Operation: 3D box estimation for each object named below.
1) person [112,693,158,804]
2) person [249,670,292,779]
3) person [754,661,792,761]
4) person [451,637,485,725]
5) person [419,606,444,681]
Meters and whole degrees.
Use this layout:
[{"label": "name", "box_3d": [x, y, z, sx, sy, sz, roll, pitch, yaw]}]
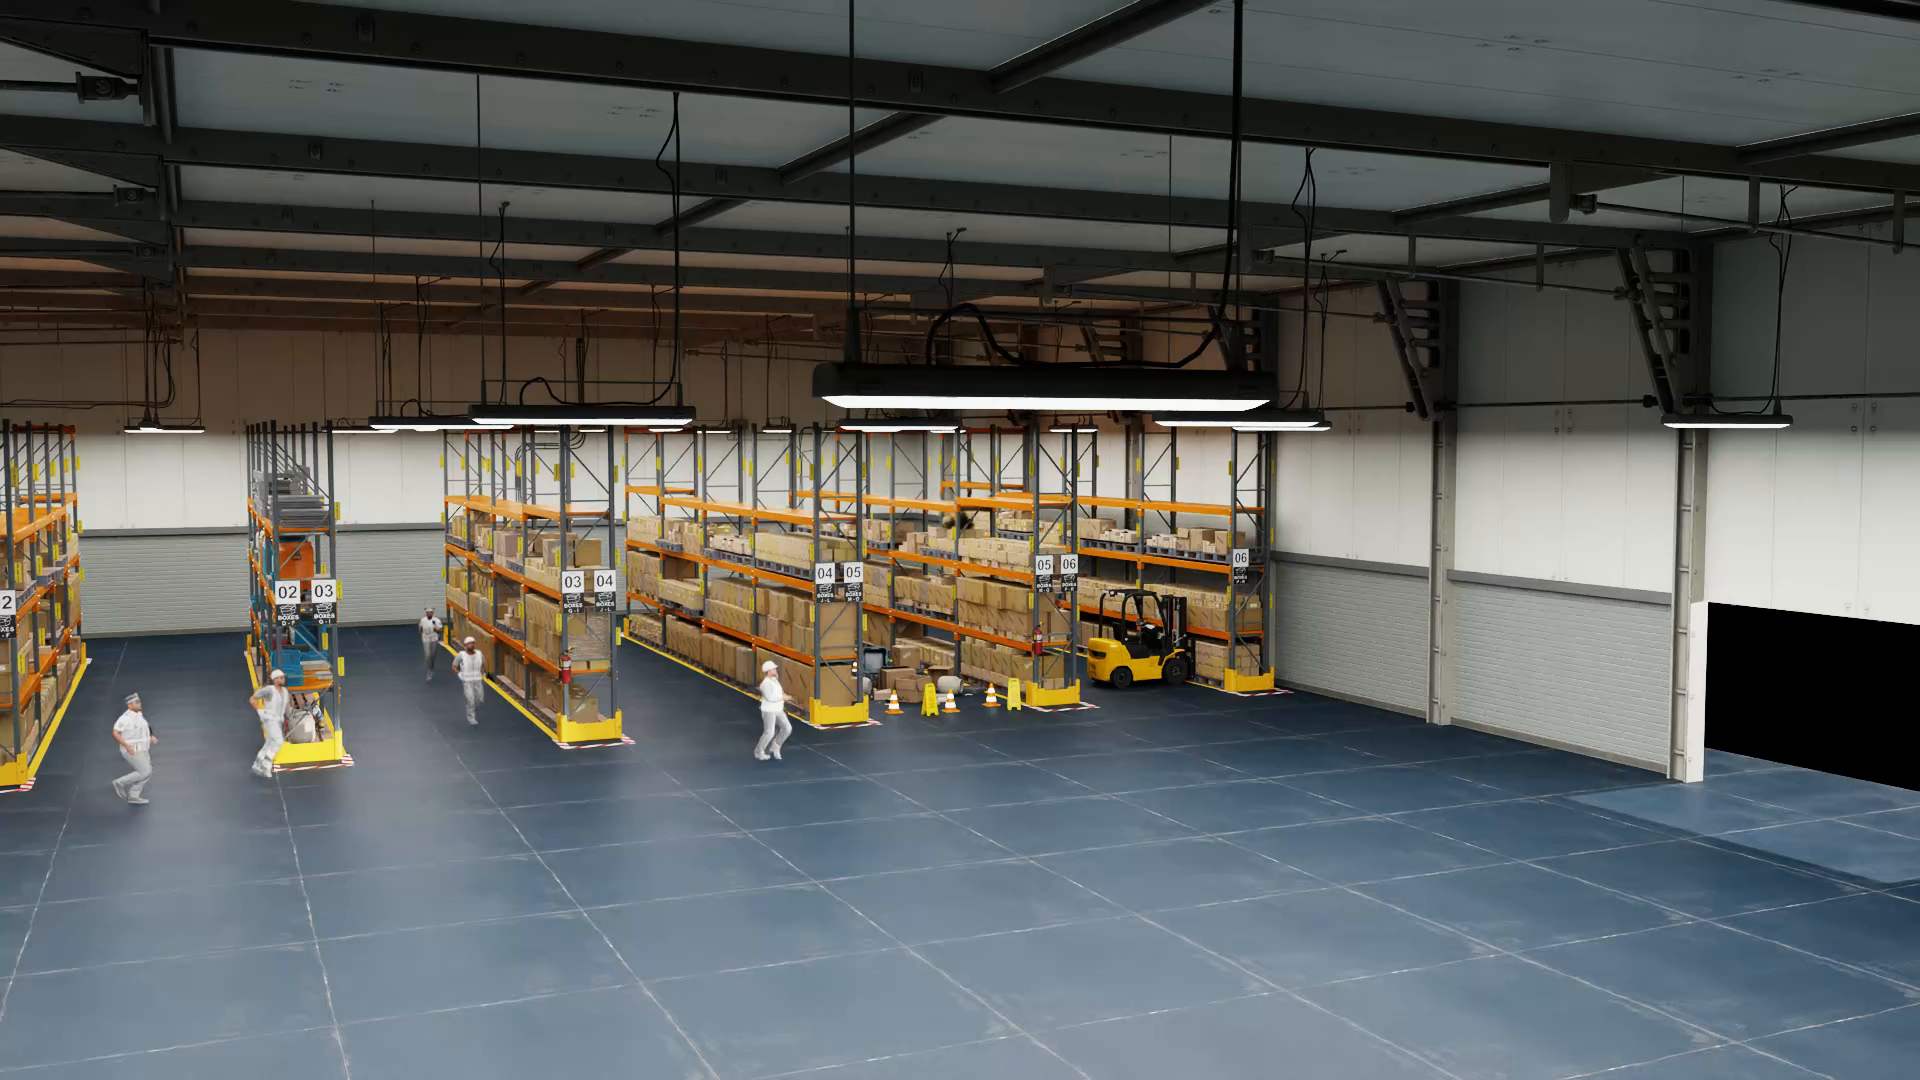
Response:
[{"label": "person", "box_3d": [-12.821, 3.241, 25.863, 0.596, 1.739, 0.668, 0, 4, -2]}, {"label": "person", "box_3d": [-11.596, 3.094, 28.091, 0.664, 1.791, 0.694, 1, 4, 12]}, {"label": "person", "box_3d": [-3.279, 3.013, 29.239, 0.699, 1.781, 0.627, 1, 4, 16]}, {"label": "person", "box_3d": [-9.736, 2.789, 33.044, 0.685, 1.735, 0.667, -3, 4, -37]}, {"label": "person", "box_3d": [-12.508, 2.428, 39.321, 0.530, 1.753, 0.799, -1, 4, -21]}]
